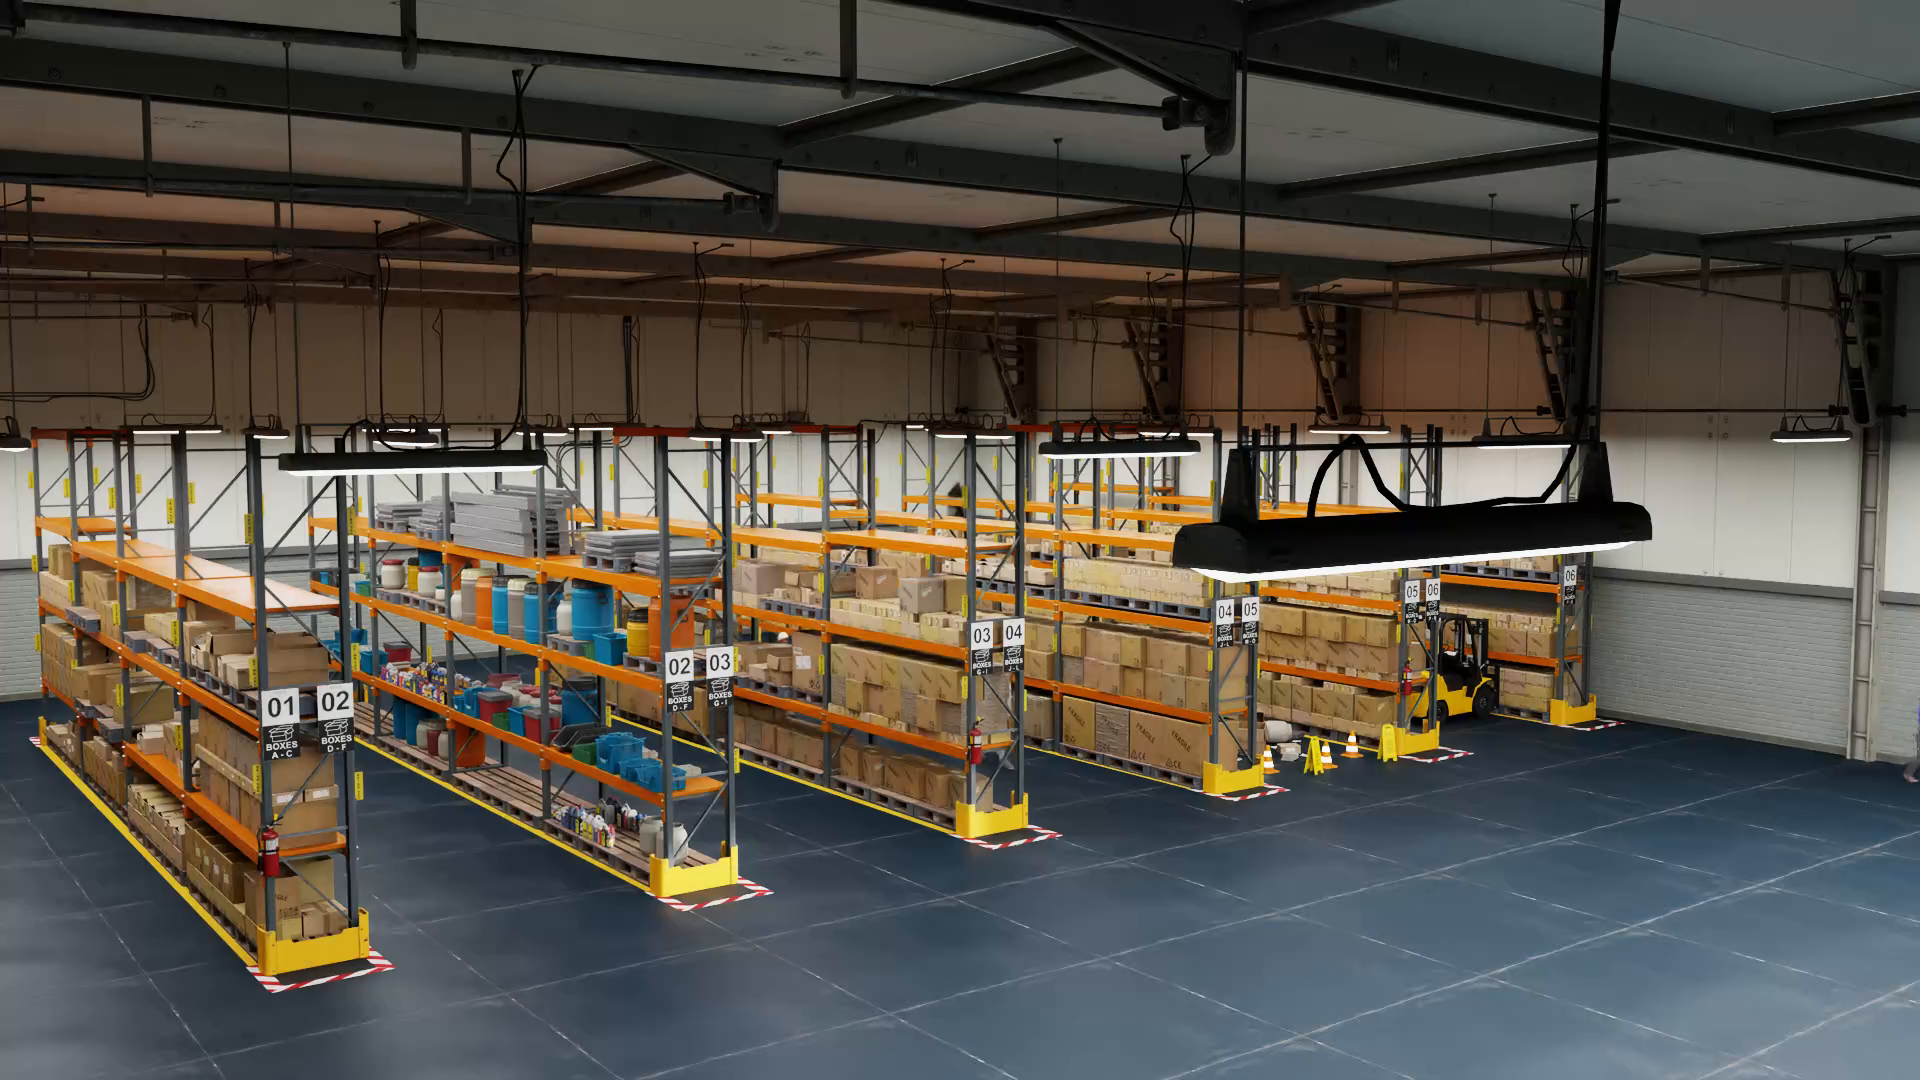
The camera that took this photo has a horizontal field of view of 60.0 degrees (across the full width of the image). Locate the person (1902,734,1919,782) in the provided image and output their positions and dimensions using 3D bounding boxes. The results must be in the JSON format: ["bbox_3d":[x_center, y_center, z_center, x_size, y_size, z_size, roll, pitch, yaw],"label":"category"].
[{"bbox_3d":[16.229,3.334,27.818,0.599,1.684,0.833,-3,5,-35],"label":"person"}]

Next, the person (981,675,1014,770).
[{"bbox_3d":[0.630,3.137,29.539,0.668,1.763,0.983,-4,6,-42],"label":"person"}]

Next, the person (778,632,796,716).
[{"bbox_3d":[-3.655,2.772,34.467,0.624,1.730,0.660,3,6,37],"label":"person"}]
